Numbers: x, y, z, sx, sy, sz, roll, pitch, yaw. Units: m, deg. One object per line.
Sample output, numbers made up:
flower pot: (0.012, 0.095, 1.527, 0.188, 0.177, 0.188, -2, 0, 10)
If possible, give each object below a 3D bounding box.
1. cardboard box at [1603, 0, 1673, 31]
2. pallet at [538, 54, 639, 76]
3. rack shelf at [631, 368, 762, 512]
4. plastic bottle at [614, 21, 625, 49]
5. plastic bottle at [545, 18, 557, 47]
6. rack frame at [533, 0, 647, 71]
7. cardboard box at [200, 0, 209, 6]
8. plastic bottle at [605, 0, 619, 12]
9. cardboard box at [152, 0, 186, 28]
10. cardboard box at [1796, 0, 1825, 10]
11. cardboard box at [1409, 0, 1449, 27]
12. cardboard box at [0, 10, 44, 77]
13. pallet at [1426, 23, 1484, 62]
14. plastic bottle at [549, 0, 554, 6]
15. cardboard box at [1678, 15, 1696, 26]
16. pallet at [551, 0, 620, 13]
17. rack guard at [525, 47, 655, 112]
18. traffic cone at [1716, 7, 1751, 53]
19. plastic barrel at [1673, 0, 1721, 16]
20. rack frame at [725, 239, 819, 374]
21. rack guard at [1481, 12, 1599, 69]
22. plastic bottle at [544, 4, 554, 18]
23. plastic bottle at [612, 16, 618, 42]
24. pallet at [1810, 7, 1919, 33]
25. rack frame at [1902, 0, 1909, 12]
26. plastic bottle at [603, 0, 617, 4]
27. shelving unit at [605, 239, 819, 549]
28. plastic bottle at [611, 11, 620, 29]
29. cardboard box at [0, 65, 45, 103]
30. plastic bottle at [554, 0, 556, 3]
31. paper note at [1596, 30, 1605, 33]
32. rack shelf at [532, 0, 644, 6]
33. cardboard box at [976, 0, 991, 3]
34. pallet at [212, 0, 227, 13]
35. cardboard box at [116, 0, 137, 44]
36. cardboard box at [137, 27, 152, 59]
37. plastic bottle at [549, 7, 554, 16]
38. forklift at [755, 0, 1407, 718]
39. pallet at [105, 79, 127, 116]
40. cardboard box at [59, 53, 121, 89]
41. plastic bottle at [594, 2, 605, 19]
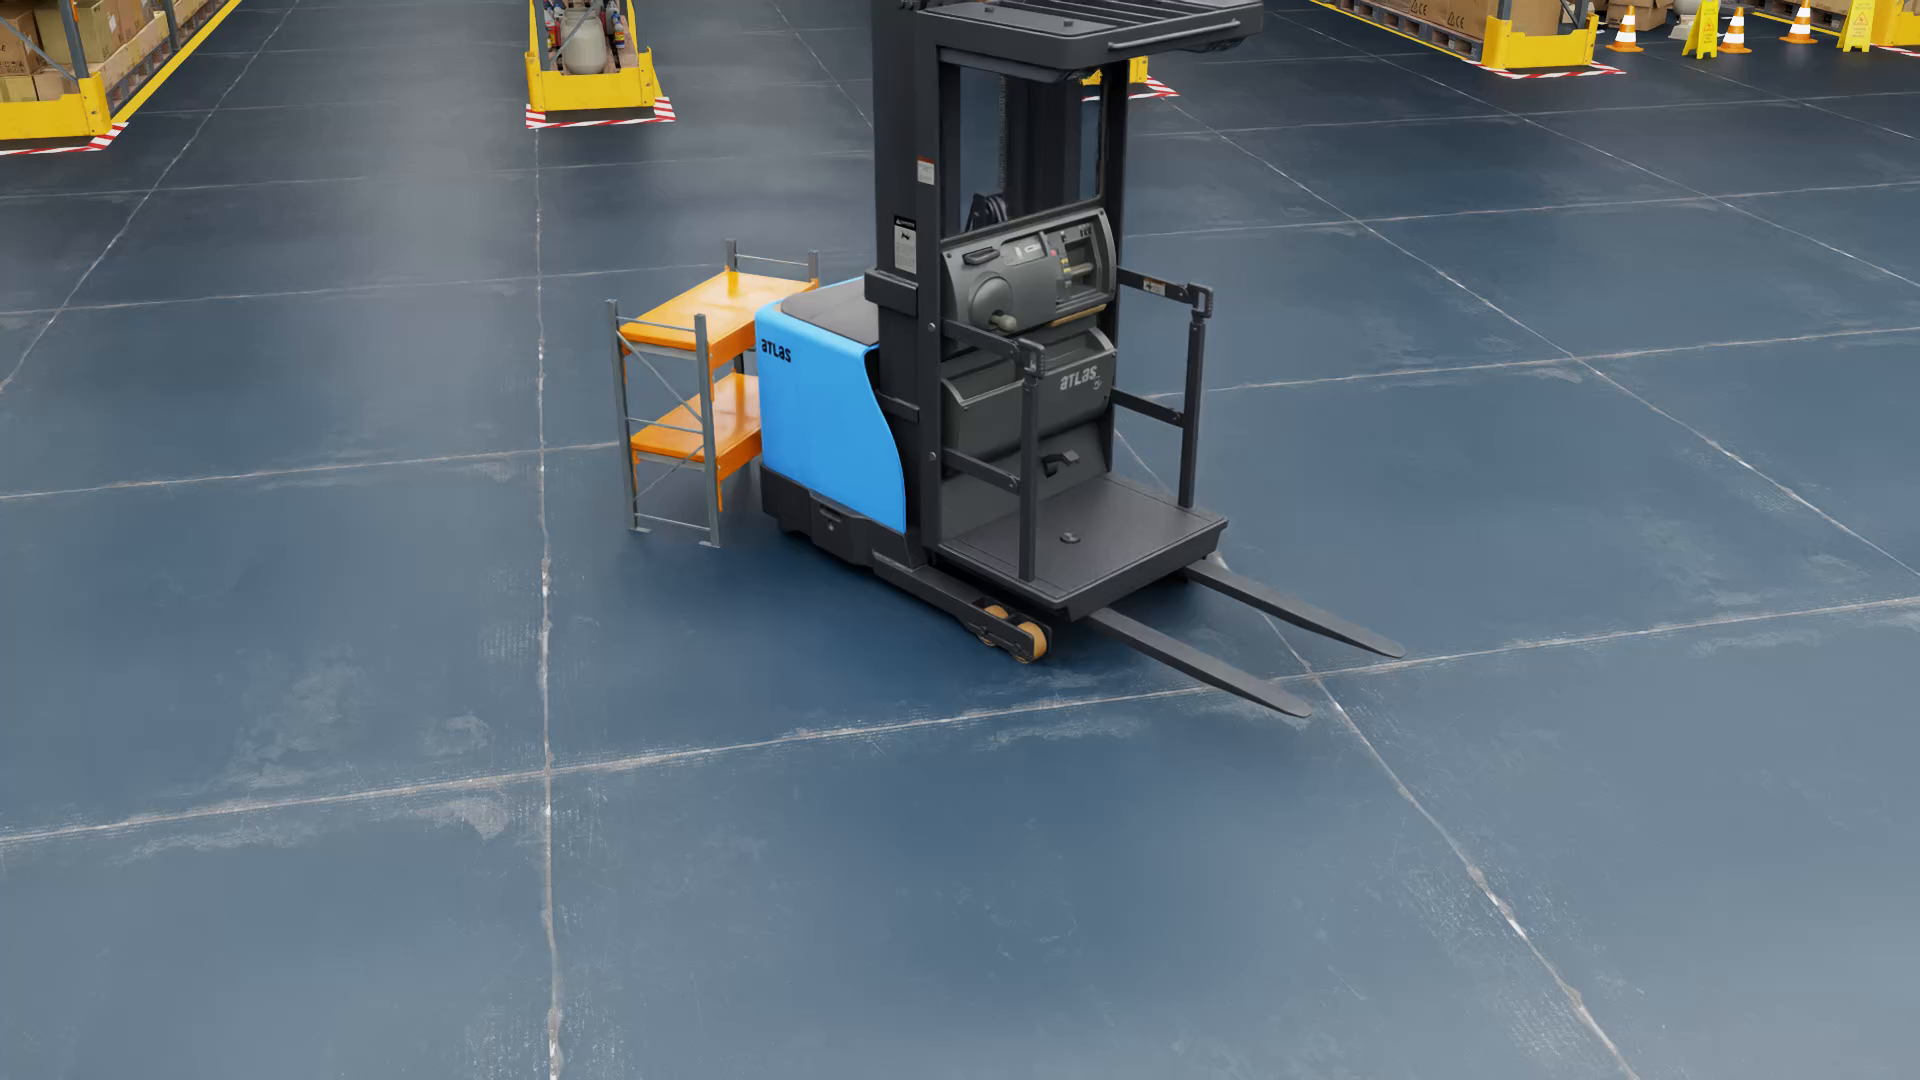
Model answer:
cardboard box: (8.136, -6.425, 19.921, 0.637, 0.503, 0.797, 19, 32, 32)
pallet: (-3.723, -4.657, 16.742, 1.003, 0.211, 1.213, -6, 27, -12)
rack shelf: (-1.126, -0.505, 8.044, 0.538, 0.278, 1.000, 11, 29, 21)
plastic bottle: (-3.587, -5.322, 17.505, 0.097, 0.271, 0.097, 0, 27, 0)
plastic bottle: (-4.354, -5.372, 17.598, 0.152, 0.276, 0.135, -6, 27, -11)
rack frame: (-3.482, -5.516, 15.350, 1.000, 3.000, 0.127, -6, 27, -12)
cardboard box: (-9.407, -6.608, 20.098, 0.500, 0.250, 0.500, -5, 27, -11)
plastic bottle: (-3.842, -5.806, 18.376, 0.144, 0.351, 0.185, -6, 27, -12)
cardboard box: (-9.060, -5.933, 18.761, 0.500, 0.250, 0.500, -7, 28, -13)
cardboard box: (10.445, -6.541, 19.966, 0.500, 0.250, 0.500, -6, 27, -11)
cardboard box: (5.781, -6.394, 18.982, 0.875, 0.875, 0.875, -6, 27, -12)
cardboard box: (-8.720, -4.515, 15.119, 0.500, 0.500, 0.500, -6, 27, -12)
pallet: (5.942, -5.576, 18.564, 1.003, 0.211, 1.213, -6, 27, -12)
plastic bottle: (-4.640, -5.929, 18.702, 0.152, 0.276, 0.135, -5, 27, -10)
cardboard box: (8.735, -6.123, 19.715, 0.380, 0.149, 0.250, 8, 28, 15)
pallet: (-4.599, -6.368, 20.132, 1.003, 0.211, 1.213, -6, 27, -12)
rack guard: (-3.545, -4.429, 15.969, 1.175, 0.500, 0.348, -6, 27, -12)
traffic cone: (8.640, -5.689, 18.507, 0.336, 0.463, 0.334, -6, 27, -12)
plastic barrel: (9.058, -6.628, 20.412, 0.512, 0.421, 0.421, 13, 30, 24)
rack frame: (-0.919, -0.932, 8.348, 0.500, 1.125, 0.032, 11, 29, 21)
rack guard: (6.204, -5.352, 17.798, 1.175, 0.500, 0.348, -6, 27, -12)
plastic bottle: (-4.468, -5.620, 18.007, 0.144, 0.351, 0.185, -6, 27, -12)
plastic bottle: (-3.665, -5.472, 17.803, 0.097, 0.271, 0.097, 0, 27, 0)
pallet: (10.832, -6.174, 19.748, 1.003, 0.211, 1.213, -6, 27, -12)
rack frame: (10.998, -7.025, 18.340, 1.000, 3.000, 0.127, -6, 27, -12)
plastic bottle: (-3.958, -6.032, 18.824, 0.144, 0.351, 0.185, -7, 28, -13)
shelving unit: (-1.126, -0.723, 7.934, 0.538, 1.125, 1.048, 11, 29, 21)
plastic bottle: (-3.733, -5.605, 18.066, 0.097, 0.271, 0.097, 0, 27, 0)
cardboard box: (-8.718, -4.180, 15.288, 0.500, 0.250, 0.500, -6, 27, -12)
plastic bottle: (-4.536, -5.943, 18.722, 0.061, 0.283, 0.133, -6, 27, -12)
paper note: (7.508, -5.995, 19.595, 0.144, 0.017, 0.142, 3, 27, 6)
rack shelf: (-3.933, -6.073, 17.251, 1.077, 0.370, 4.000, -6, 27, -12)
cardboard box: (0.493, -6.667, 19.938, 0.500, 0.500, 0.500, -7, 28, -13)
pallet: (-9.965, -6.916, 21.219, 1.003, 0.211, 1.213, -6, 27, -12)
cardboard box: (-8.549, -5.226, 16.529, 0.500, 0.500, 0.500, -6, 27, -12)
cardboard box: (-8.663, -5.111, 17.132, 0.500, 0.250, 0.500, -6, 27, -12)
plastic bottle: (-4.494, -5.710, 18.274, 0.097, 0.271, 0.097, 0, 27, 0)
forklift: (0.441, -1.068, 6.614, 1.130, 2.935, 3.031, -23, 35, -38)
pallet: (-8.522, -4.101, 15.641, 1.003, 0.211, 1.213, -6, 27, -12)
cardboard box: (-8.330, -4.452, 15.827, 0.500, 0.250, 0.500, -6, 27, -12)
plastic bottle: (-4.053, -5.889, 18.622, 0.152, 0.276, 0.135, -6, 27, -12)
